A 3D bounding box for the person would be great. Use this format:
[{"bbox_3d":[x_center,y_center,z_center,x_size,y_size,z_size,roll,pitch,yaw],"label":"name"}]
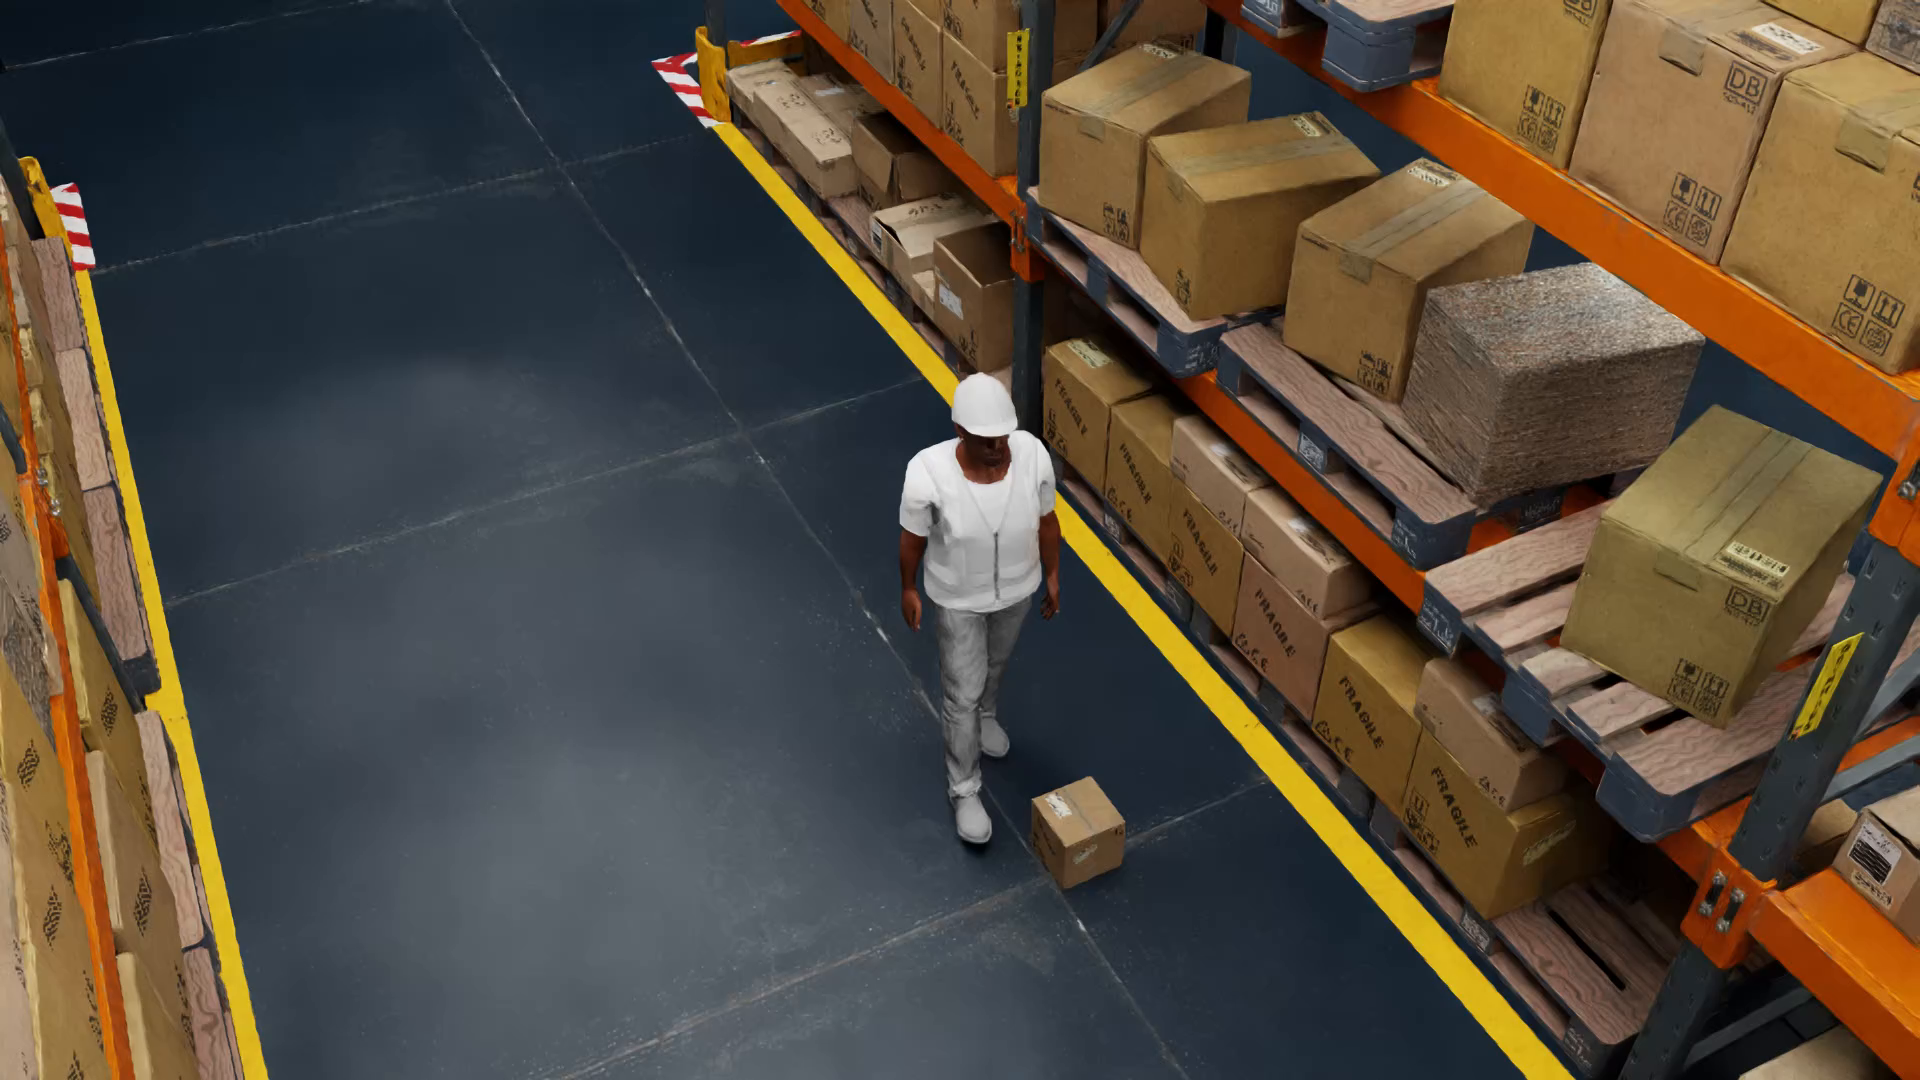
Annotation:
[{"bbox_3d":[0.130,0.234,5.861,0.577,1.753,0.726,-14,43,-16],"label":"person"}]
